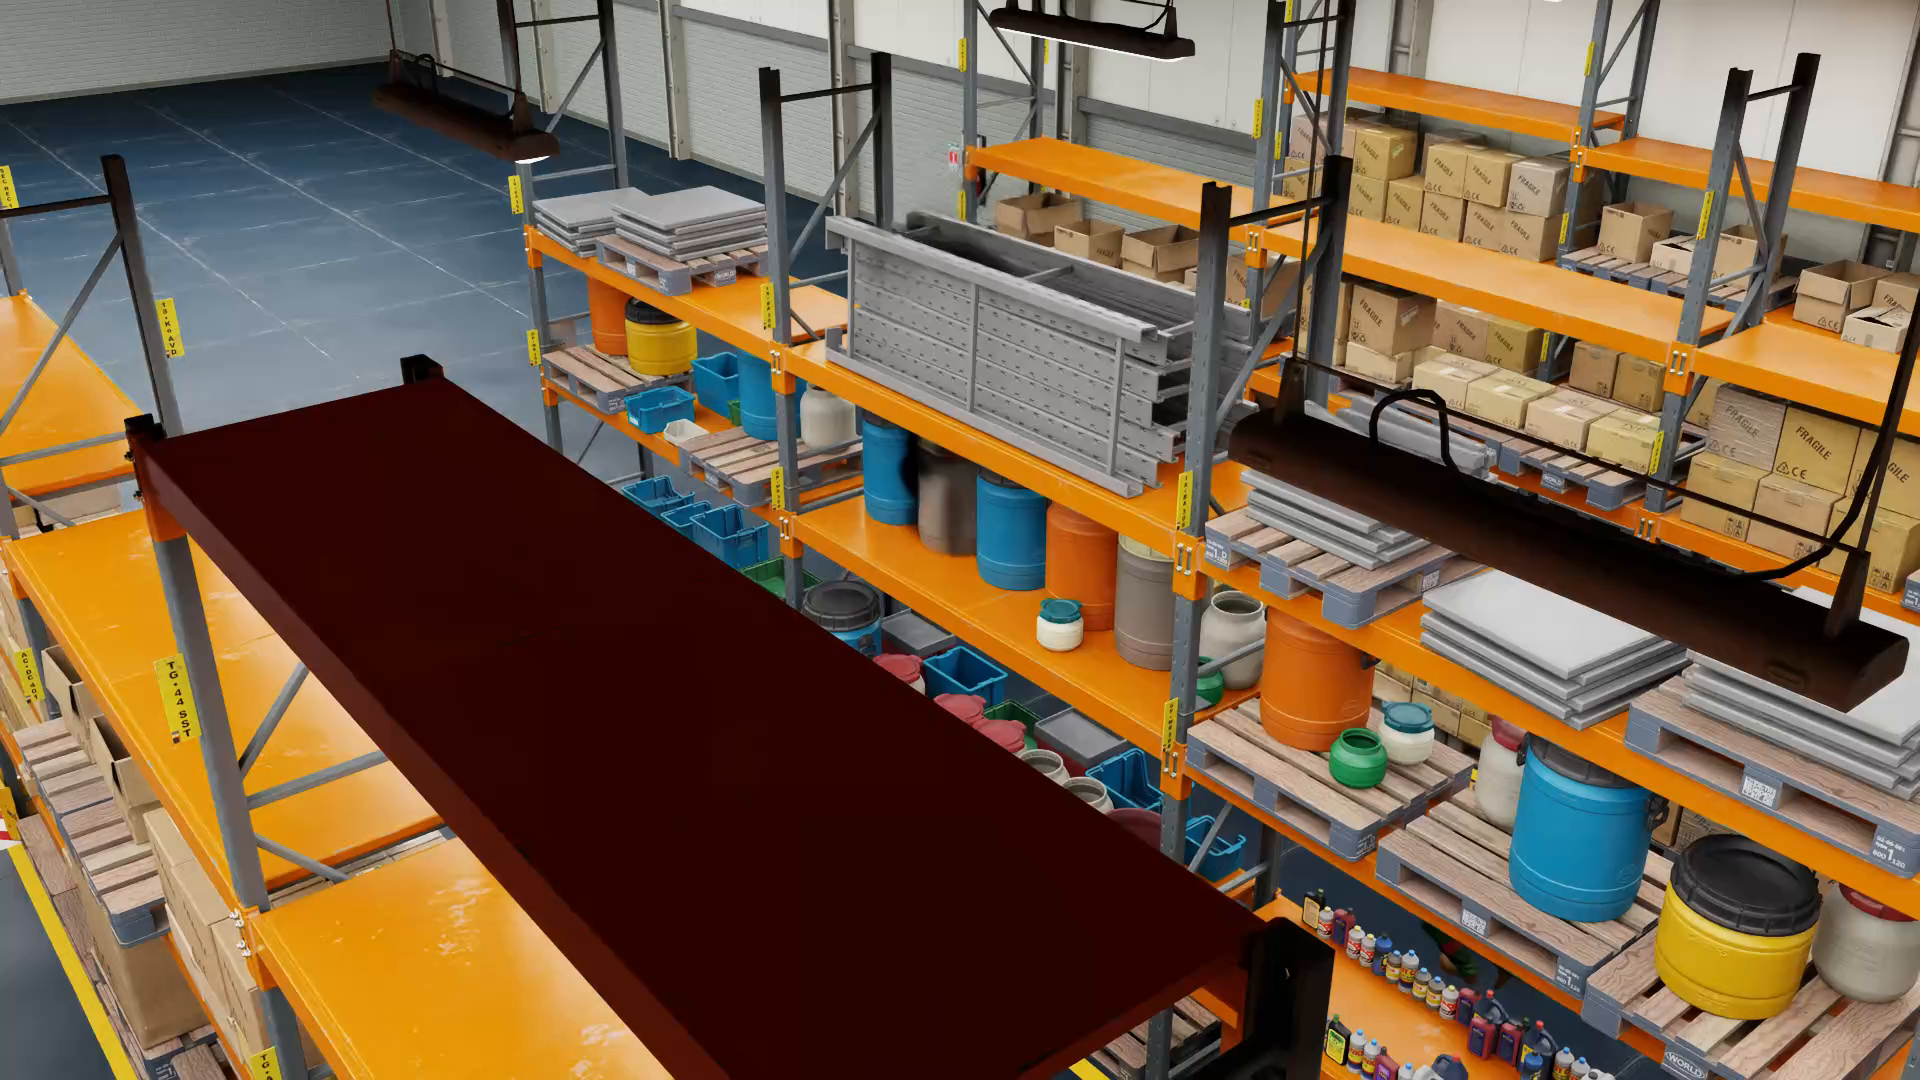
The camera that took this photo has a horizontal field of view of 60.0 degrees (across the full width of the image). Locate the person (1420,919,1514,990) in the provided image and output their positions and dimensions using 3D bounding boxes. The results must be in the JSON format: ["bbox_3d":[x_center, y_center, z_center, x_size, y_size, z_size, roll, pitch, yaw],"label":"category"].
[{"bbox_3d":[3.453,2.328,11.069,0.682,1.595,0.656,22,33,38],"label":"person"}]
